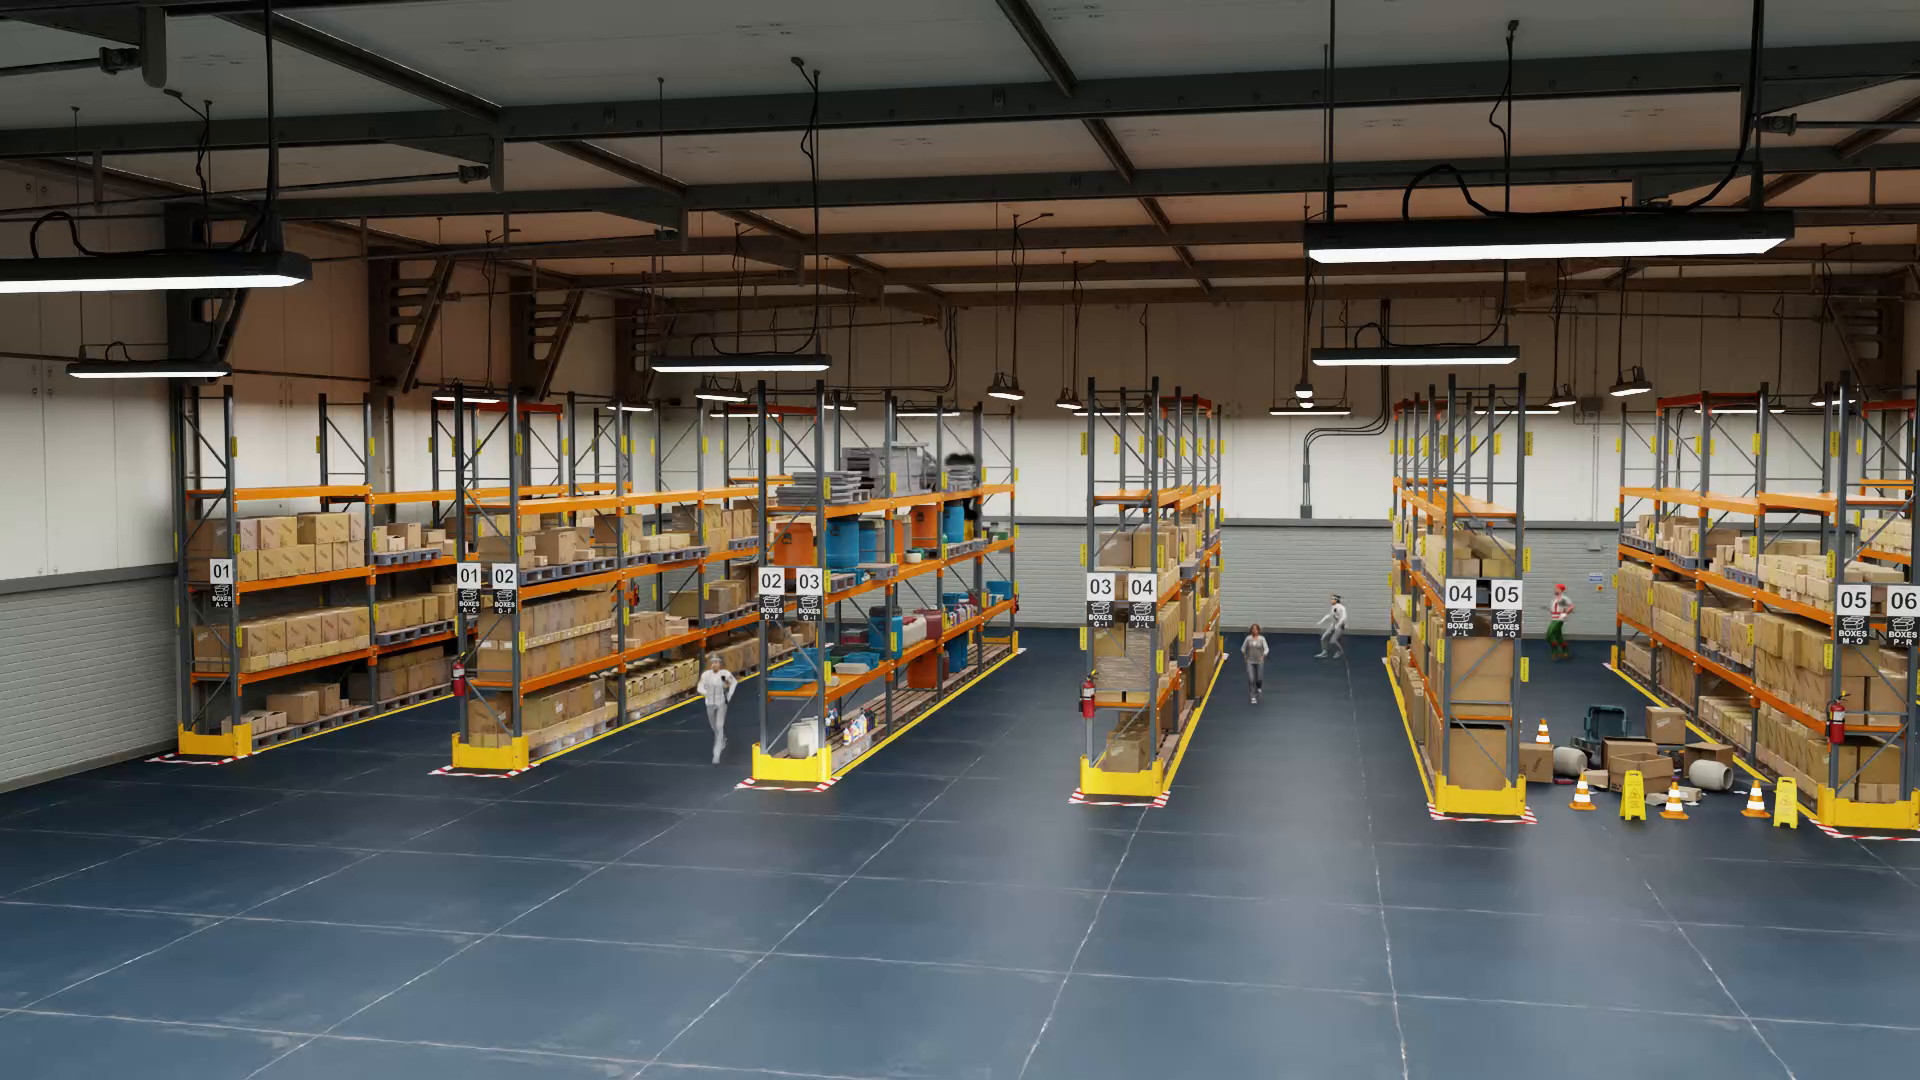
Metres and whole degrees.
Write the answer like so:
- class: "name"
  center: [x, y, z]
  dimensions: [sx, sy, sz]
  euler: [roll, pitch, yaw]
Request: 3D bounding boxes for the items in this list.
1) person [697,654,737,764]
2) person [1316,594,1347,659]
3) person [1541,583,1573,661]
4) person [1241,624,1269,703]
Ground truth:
- class: "person"
  center: [-3.914, 2.674, 26.702]
  dimensions: [0.578, 1.739, 0.996]
  euler: [1, 3, 9]
- class: "person"
  center: [8.810, 2.030, 39.231]
  dimensions: [0.501, 1.552, 0.804]
  euler: [-2, 4, -25]
- class: "person"
  center: [14.003, 1.926, 39.019]
  dimensions: [0.705, 1.823, 0.632]
  euler: [0, 3, 5]
- class: "person"
  center: [5.763, 2.405, 32.552]
  dimensions: [0.535, 1.548, 0.567]
  euler: [1, 3, 13]
